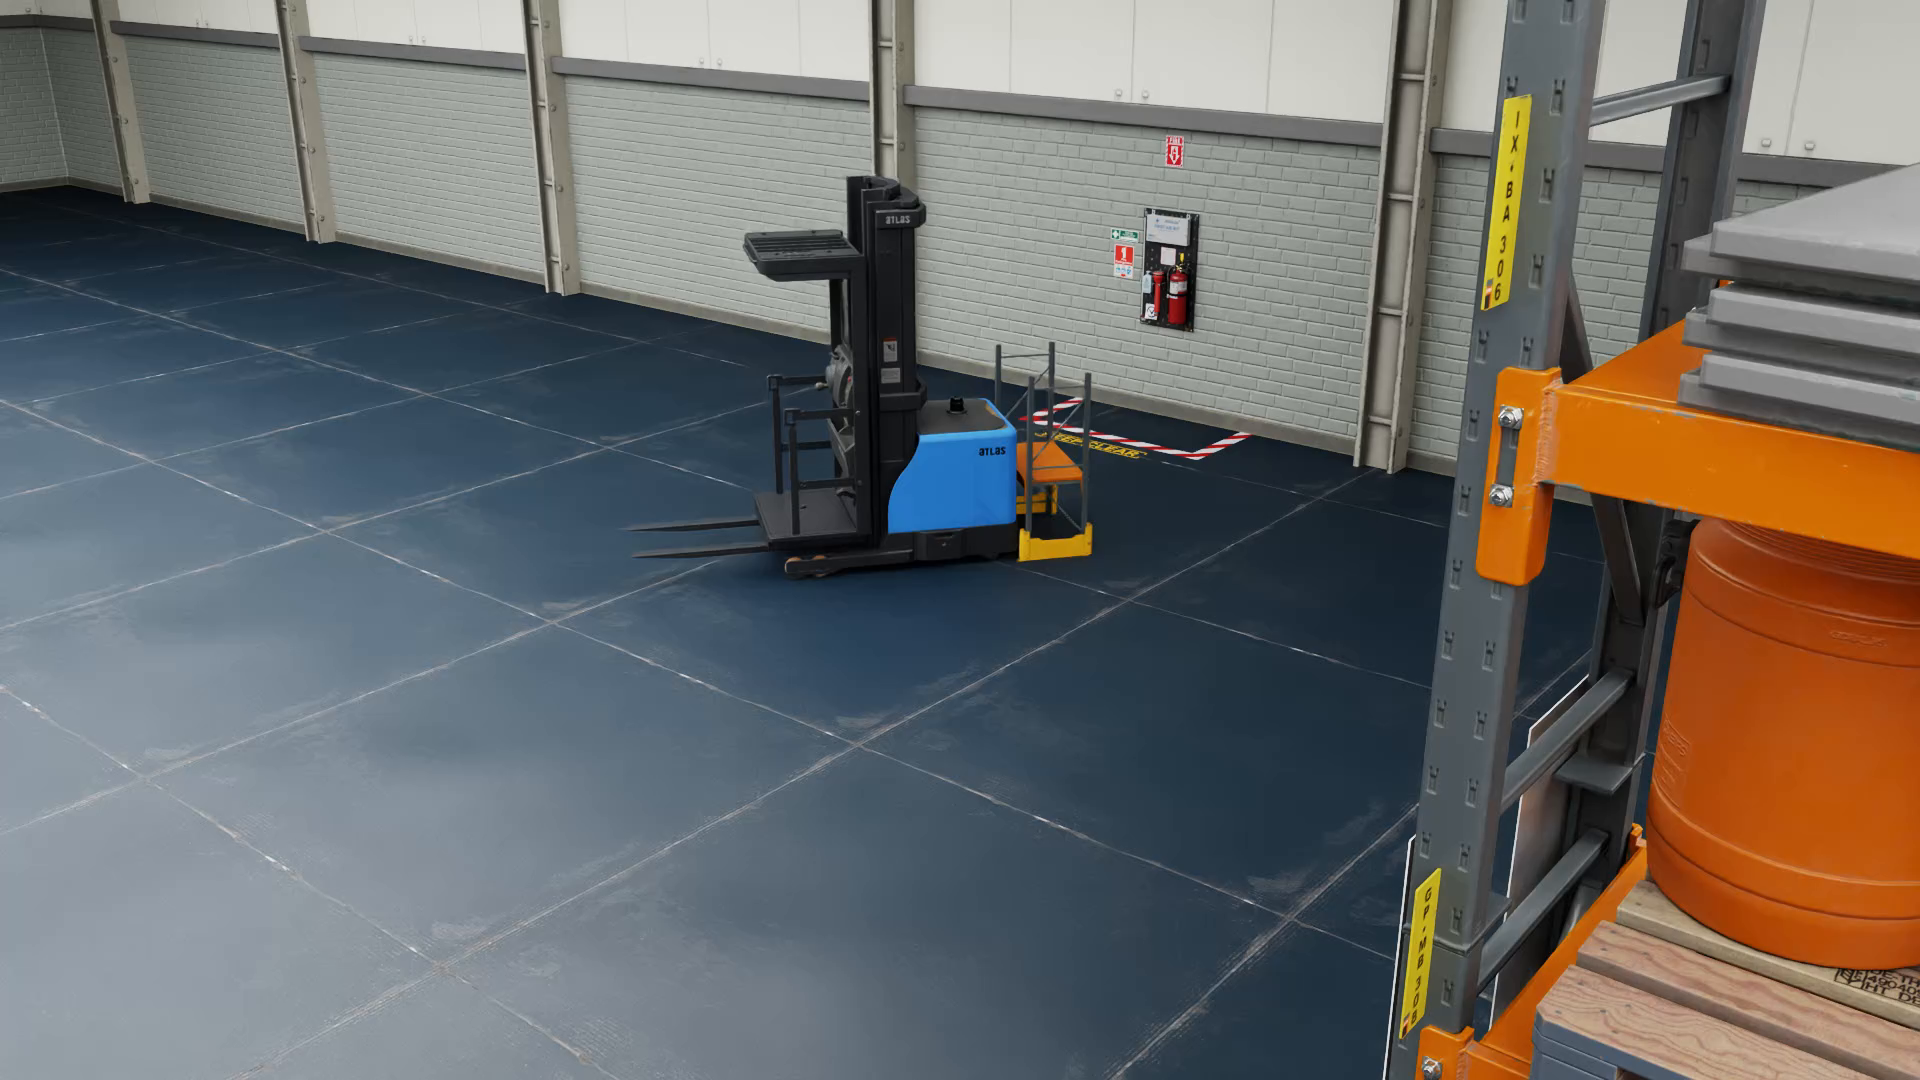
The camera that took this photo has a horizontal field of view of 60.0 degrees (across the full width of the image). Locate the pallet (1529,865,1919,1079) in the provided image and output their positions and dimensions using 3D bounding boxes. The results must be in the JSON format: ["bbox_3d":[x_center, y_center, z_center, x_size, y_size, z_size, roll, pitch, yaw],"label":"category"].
[{"bbox_3d":[1.789,0.927,2.974,1.213,0.211,1.003,16,26,36],"label":"pallet"}]

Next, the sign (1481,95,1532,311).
[{"bbox_3d":[0.859,-0.529,2.613,0.005,0.325,0.100,16,26,36],"label":"sign"}]

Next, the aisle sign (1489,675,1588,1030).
[{"bbox_3d":[1.342,0.718,3.830,0.004,0.787,0.394,16,26,36],"label":"aisle sign"}]

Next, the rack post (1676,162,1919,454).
[{"bbox_3d":[1.715,-0.338,2.521,0.937,0.300,0.954,-19,28,-41],"label":"rack post"}]

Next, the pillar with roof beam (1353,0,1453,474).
[{"bbox_3d":[1.193,-3.726,10.795,0.400,9.000,9.100,16,26,36],"label":"pillar with roof beam"}]

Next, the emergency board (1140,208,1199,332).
[{"bbox_3d":[2.024,-2.658,16.464,0.643,1.169,0.194,16,26,36],"label":"emergency board"}]

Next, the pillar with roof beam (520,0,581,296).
[{"bbox_3d":[-8.104,-6.403,17.895,0.400,9.000,9.100,16,26,36],"label":"pillar with roof beam"}]

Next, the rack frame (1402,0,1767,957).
[{"bbox_3d":[1.210,-0.776,2.972,0.127,3.000,1.000,16,26,36],"label":"rack frame"}]

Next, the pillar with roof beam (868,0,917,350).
[{"bbox_3d":[-3.456,-5.065,14.345,0.400,9.000,9.100,16,26,36],"label":"pillar with roof beam"}]

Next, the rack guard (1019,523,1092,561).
[{"bbox_3d":[0.765,0.015,13.273,0.587,0.250,0.087,-5,21,-12],"label":"rack guard"}]

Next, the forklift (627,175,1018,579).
[{"bbox_3d":[-1.113,-1.273,12.889,3.031,2.935,1.130,-5,21,-12],"label":"forklift"}]

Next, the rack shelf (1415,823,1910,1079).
[{"bbox_3d":[2.759,1.411,2.445,4.000,0.370,1.077,16,26,36],"label":"rack shelf"}]

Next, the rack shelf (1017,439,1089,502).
[{"bbox_3d":[0.652,-0.576,13.578,0.538,0.185,1.000,-5,21,-12],"label":"rack shelf"}]

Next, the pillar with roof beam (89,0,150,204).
[{"bbox_3d":[-17.401,-9.081,24.994,0.400,9.000,9.100,16,26,36],"label":"pillar with roof beam"}]

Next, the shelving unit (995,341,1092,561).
[{"bbox_3d":[0.654,-0.741,13.506,0.587,1.500,1.083,-5,21,-12],"label":"shelving unit"}]

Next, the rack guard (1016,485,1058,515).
[{"bbox_3d":[0.541,-0.328,14.181,0.587,0.250,0.087,-5,21,-12],"label":"rack guard"}]

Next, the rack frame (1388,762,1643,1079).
[{"bbox_3d":[1.210,2.031,4.030,0.127,3.000,1.000,16,26,36],"label":"rack frame"}]

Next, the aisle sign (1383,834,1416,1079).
[{"bbox_3d":[0.969,0.879,3.402,0.004,0.787,0.394,16,26,36],"label":"aisle sign"}]

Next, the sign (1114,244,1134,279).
[{"bbox_3d":[1.661,-2.826,16.860,0.234,0.329,0.001,16,26,36],"label":"sign"}]

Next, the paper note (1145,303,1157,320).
[{"bbox_3d":[1.931,-2.304,16.775,0.142,0.148,0.016,16,26,36],"label":"paper note"}]

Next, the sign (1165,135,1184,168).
[{"bbox_3d":[2.081,-3.771,16.132,0.199,0.298,0.001,16,26,36],"label":"sign"}]

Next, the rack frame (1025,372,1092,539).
[{"bbox_3d":[0.766,-0.569,13.051,0.500,1.500,0.032,-5,21,-12],"label":"rack frame"}]

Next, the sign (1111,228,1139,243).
[{"bbox_3d":[1.659,-3.070,16.757,0.331,0.109,0.001,16,26,36],"label":"sign"}]

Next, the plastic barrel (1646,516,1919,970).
[{"bbox_3d":[1.667,0.304,3.156,0.708,0.830,0.600,16,26,36],"label":"plastic barrel"}]

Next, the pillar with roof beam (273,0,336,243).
[{"bbox_3d":[-12.752,-7.742,21.445,0.400,9.000,9.100,16,26,36],"label":"pillar with roof beam"}]

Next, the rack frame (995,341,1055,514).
[{"bbox_3d":[0.538,-0.920,13.978,0.500,1.500,0.032,-5,21,-12],"label":"rack frame"}]

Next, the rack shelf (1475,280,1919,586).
[{"bbox_3d":[2.759,0.194,1.986,4.000,0.370,1.077,16,26,36],"label":"rack shelf"}]

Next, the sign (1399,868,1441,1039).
[{"bbox_3d":[0.859,0.773,3.103,0.005,0.325,0.100,16,26,36],"label":"sign"}]
